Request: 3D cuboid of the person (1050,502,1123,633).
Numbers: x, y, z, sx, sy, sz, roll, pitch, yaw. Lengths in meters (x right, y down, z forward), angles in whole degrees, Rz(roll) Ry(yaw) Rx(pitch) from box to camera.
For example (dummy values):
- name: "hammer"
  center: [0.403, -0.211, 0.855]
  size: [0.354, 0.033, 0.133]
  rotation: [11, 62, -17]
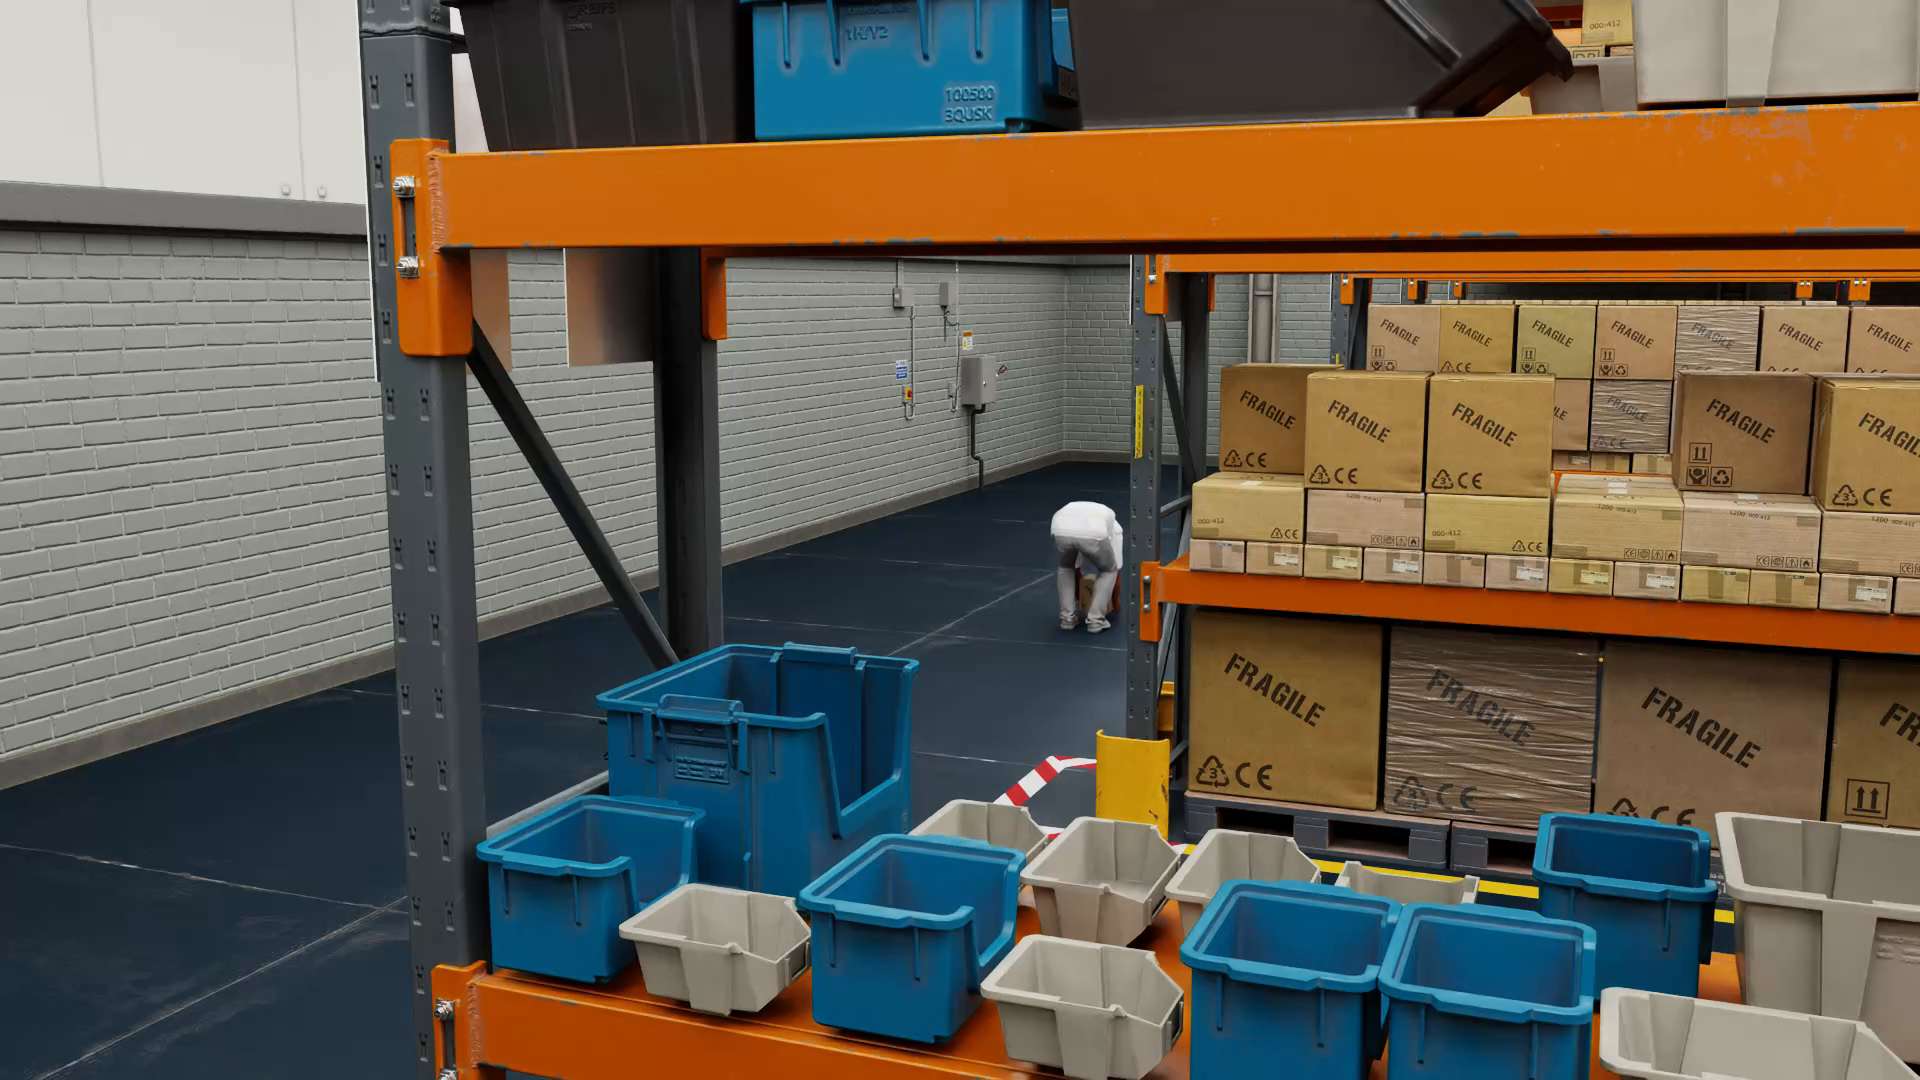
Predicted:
- name: "person"
  center: [0.983, 0.166, 12.784]
  size: [0.499, 0.980, 0.974]
  rotation: [3, 9, 18]
